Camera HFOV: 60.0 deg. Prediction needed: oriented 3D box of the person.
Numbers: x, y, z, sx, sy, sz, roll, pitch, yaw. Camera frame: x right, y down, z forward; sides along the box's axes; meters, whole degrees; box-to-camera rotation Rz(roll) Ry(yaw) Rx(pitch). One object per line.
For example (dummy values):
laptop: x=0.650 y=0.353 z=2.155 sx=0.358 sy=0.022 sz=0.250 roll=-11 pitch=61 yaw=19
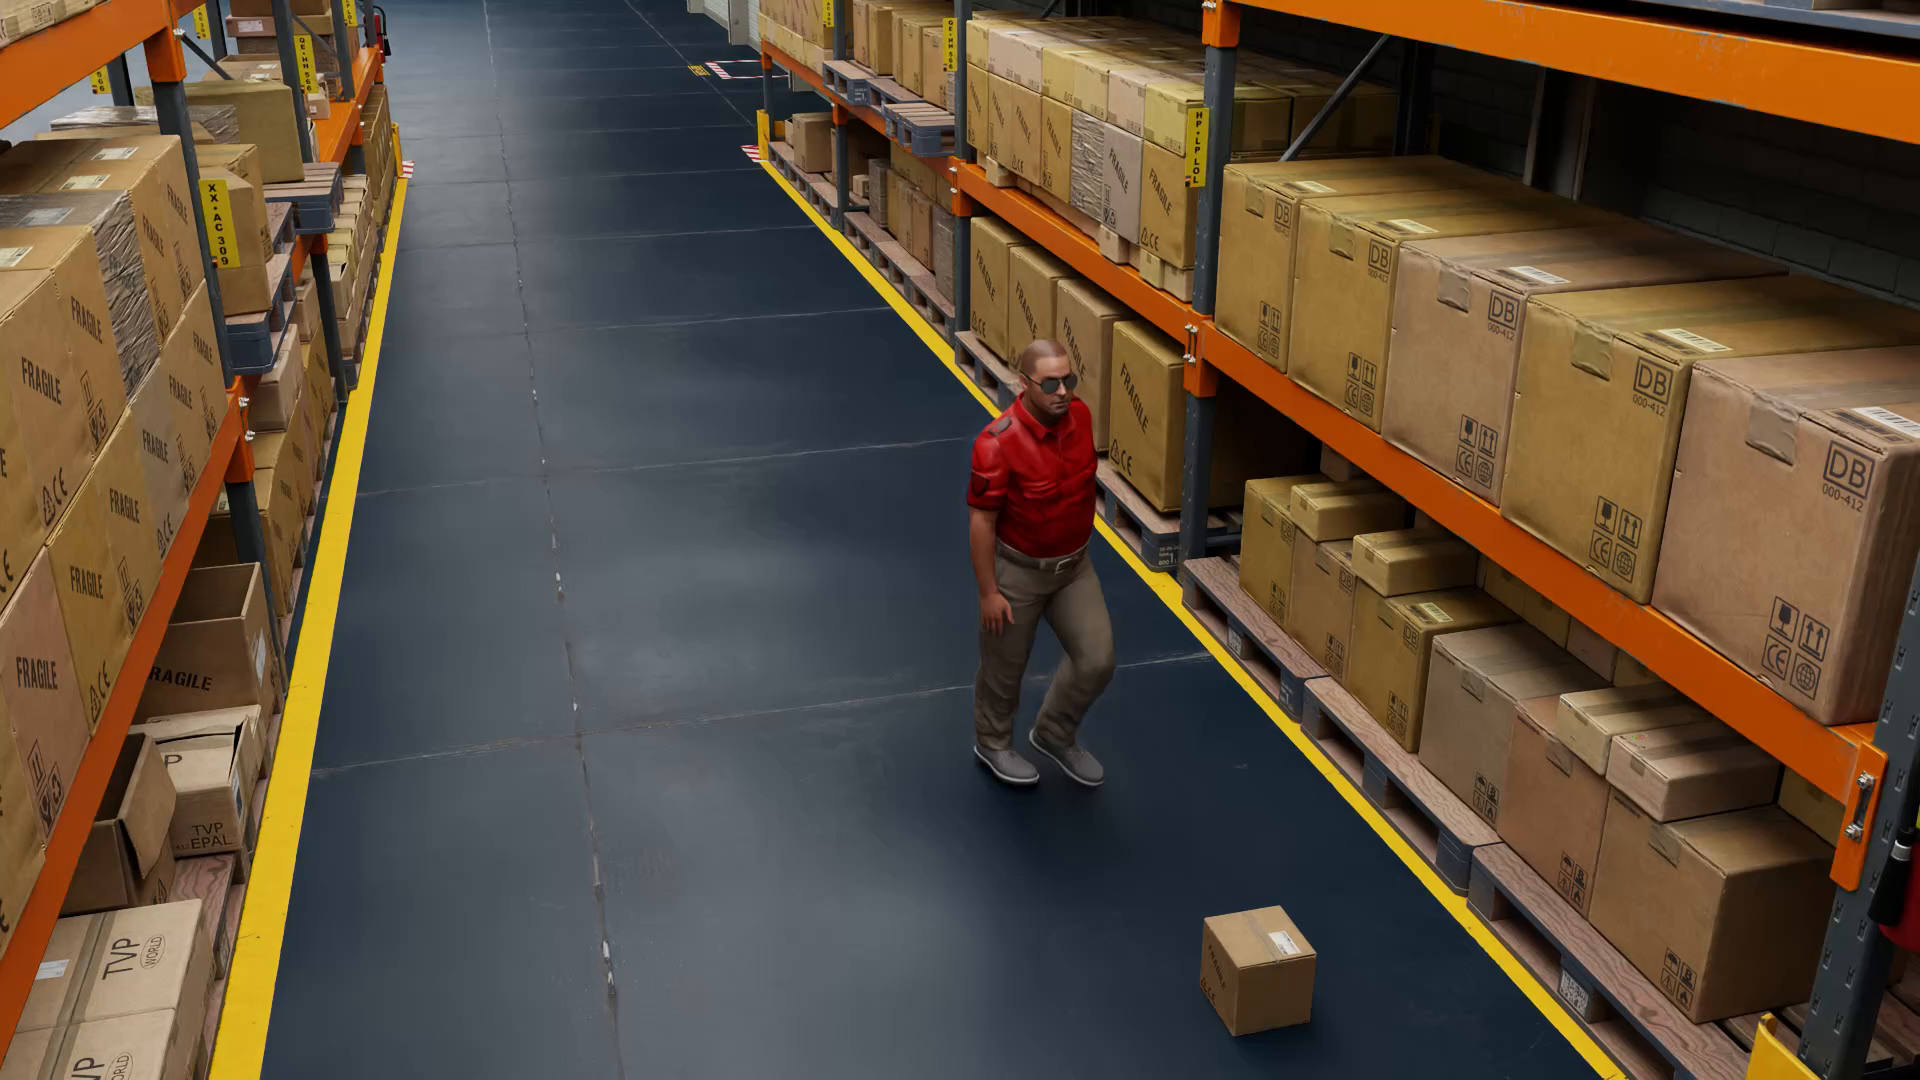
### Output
person: x=0.244 y=0.115 z=5.840 sx=0.570 sy=1.739 sz=0.528 roll=-16 pitch=27 yaw=-33
